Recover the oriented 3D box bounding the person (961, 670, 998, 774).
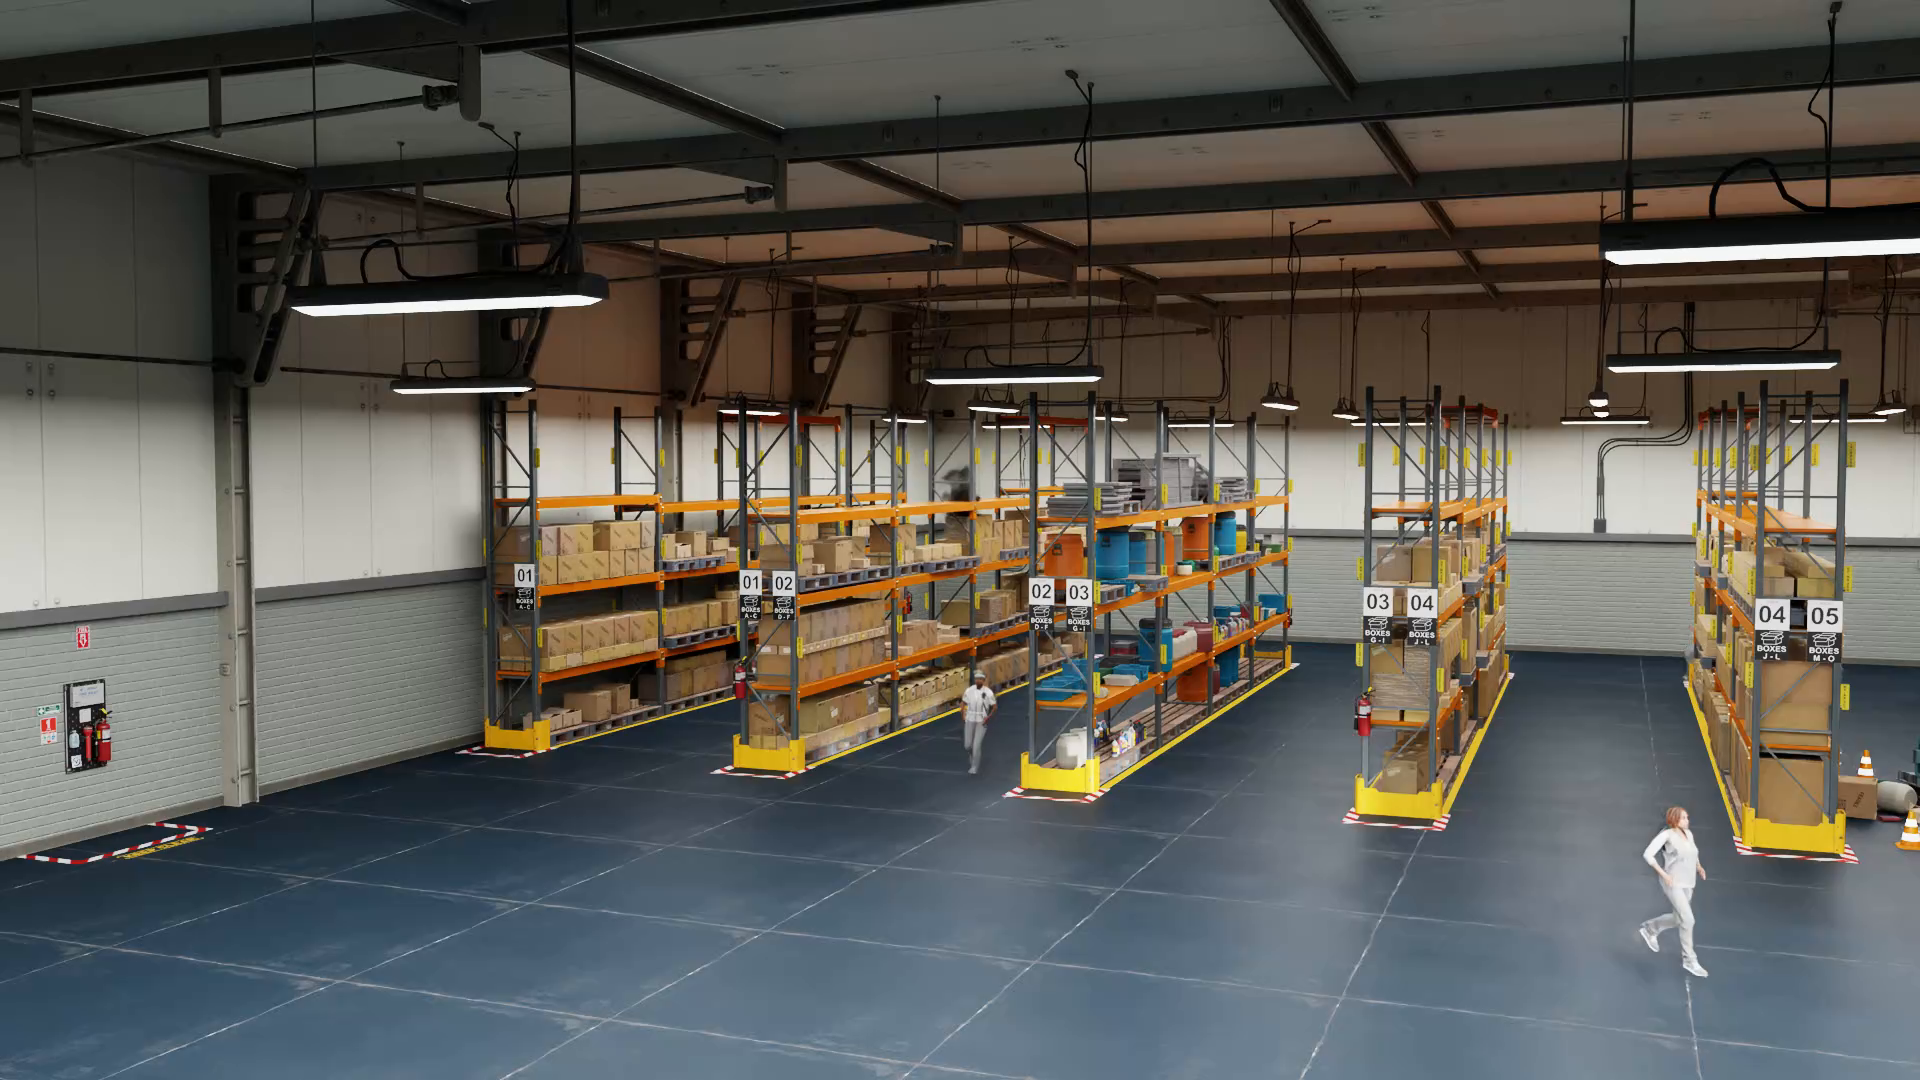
[{"bbox_3d":[0.300,2.875,26.491,0.601,1.645,0.558,1,3,14],"label":"person"}]

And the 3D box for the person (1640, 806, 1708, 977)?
[{"bbox_3d":[6.996,3.396,16.310,0.546,1.596,0.799,-2,3,-31],"label":"person"}]

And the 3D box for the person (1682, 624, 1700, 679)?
[{"bbox_3d":[16.685,2.305,37.326,0.733,1.781,0.730,0,3,10],"label":"person"}]

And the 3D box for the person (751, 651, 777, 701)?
[{"bbox_3d":[-3.605,2.589,31.267,0.700,1.739,0.574,1,3,12],"label":"person"}]
